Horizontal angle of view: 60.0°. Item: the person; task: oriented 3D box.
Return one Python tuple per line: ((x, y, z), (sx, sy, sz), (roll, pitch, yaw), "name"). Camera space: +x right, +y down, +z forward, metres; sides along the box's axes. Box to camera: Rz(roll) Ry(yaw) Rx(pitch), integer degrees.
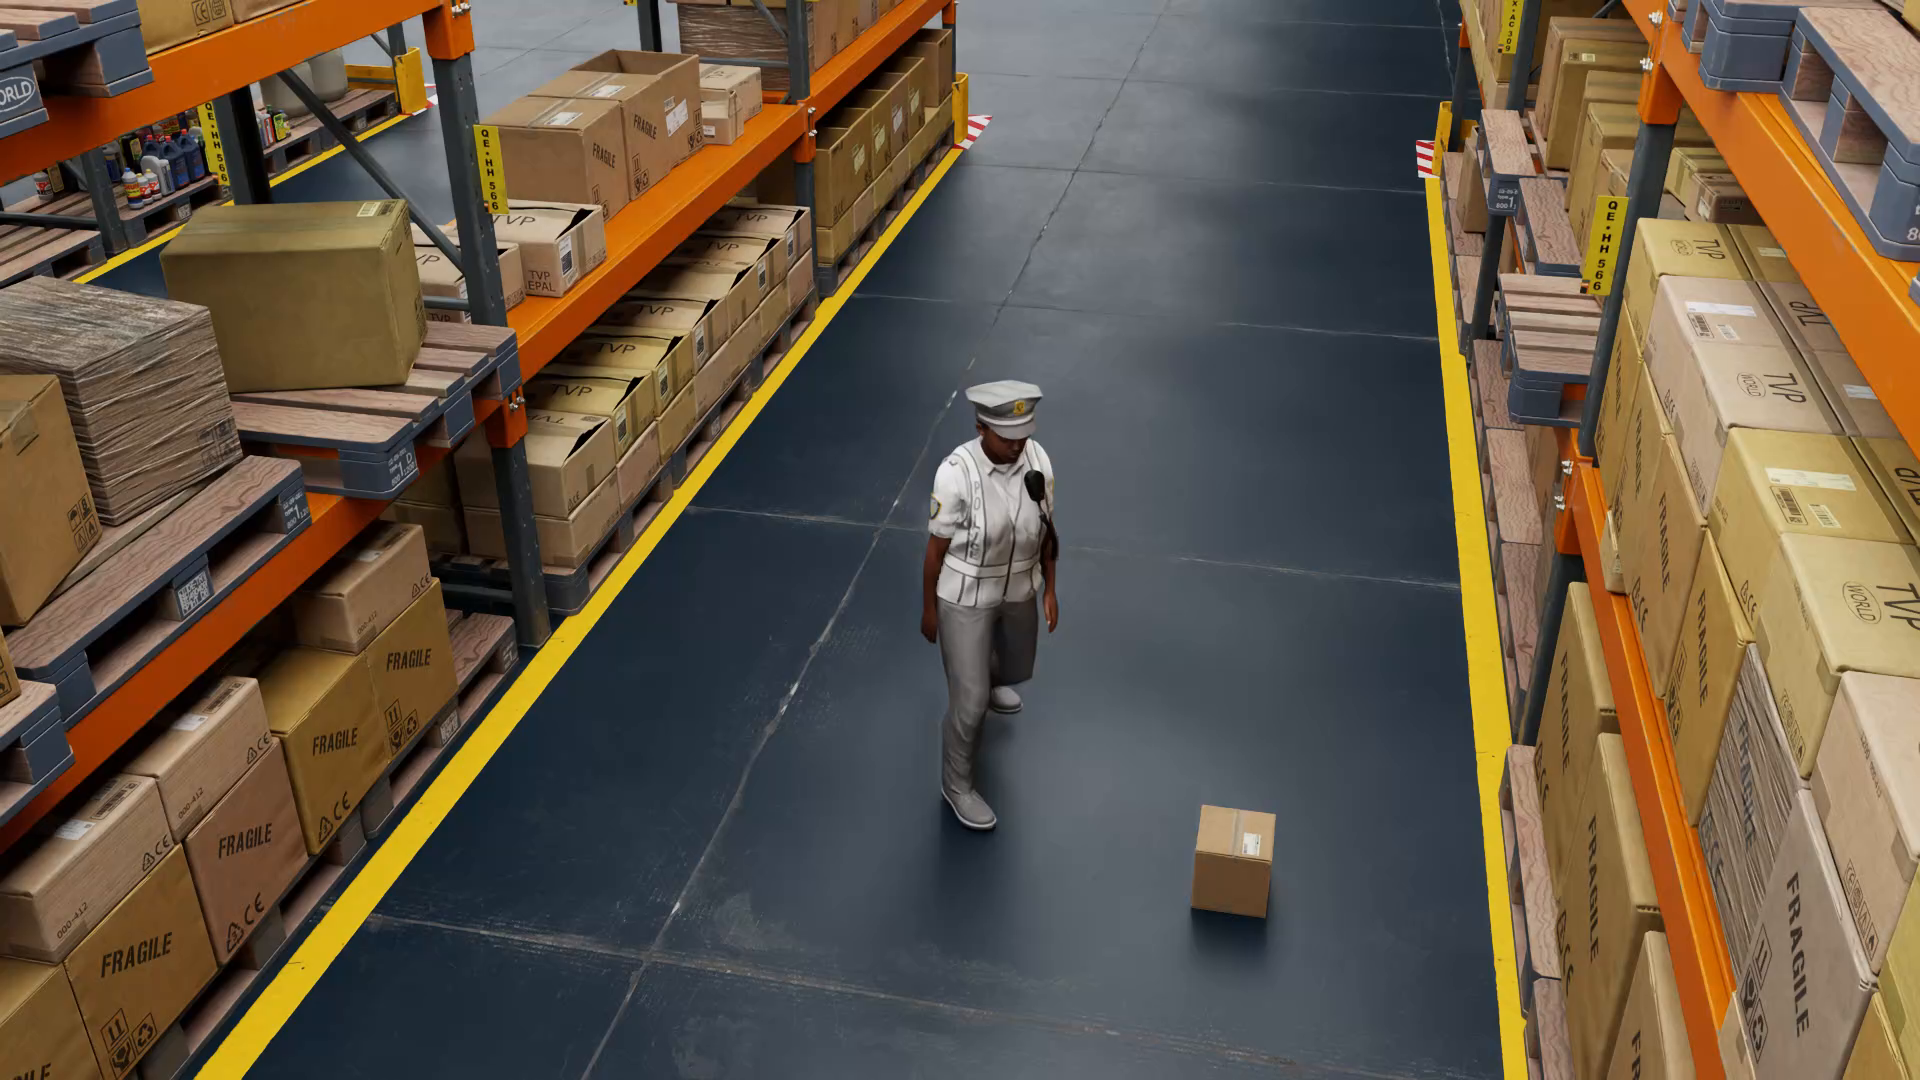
((0.082, 0.135, 5.897), (0.542, 1.623, 0.746), (-14, 32, -24), "person")
